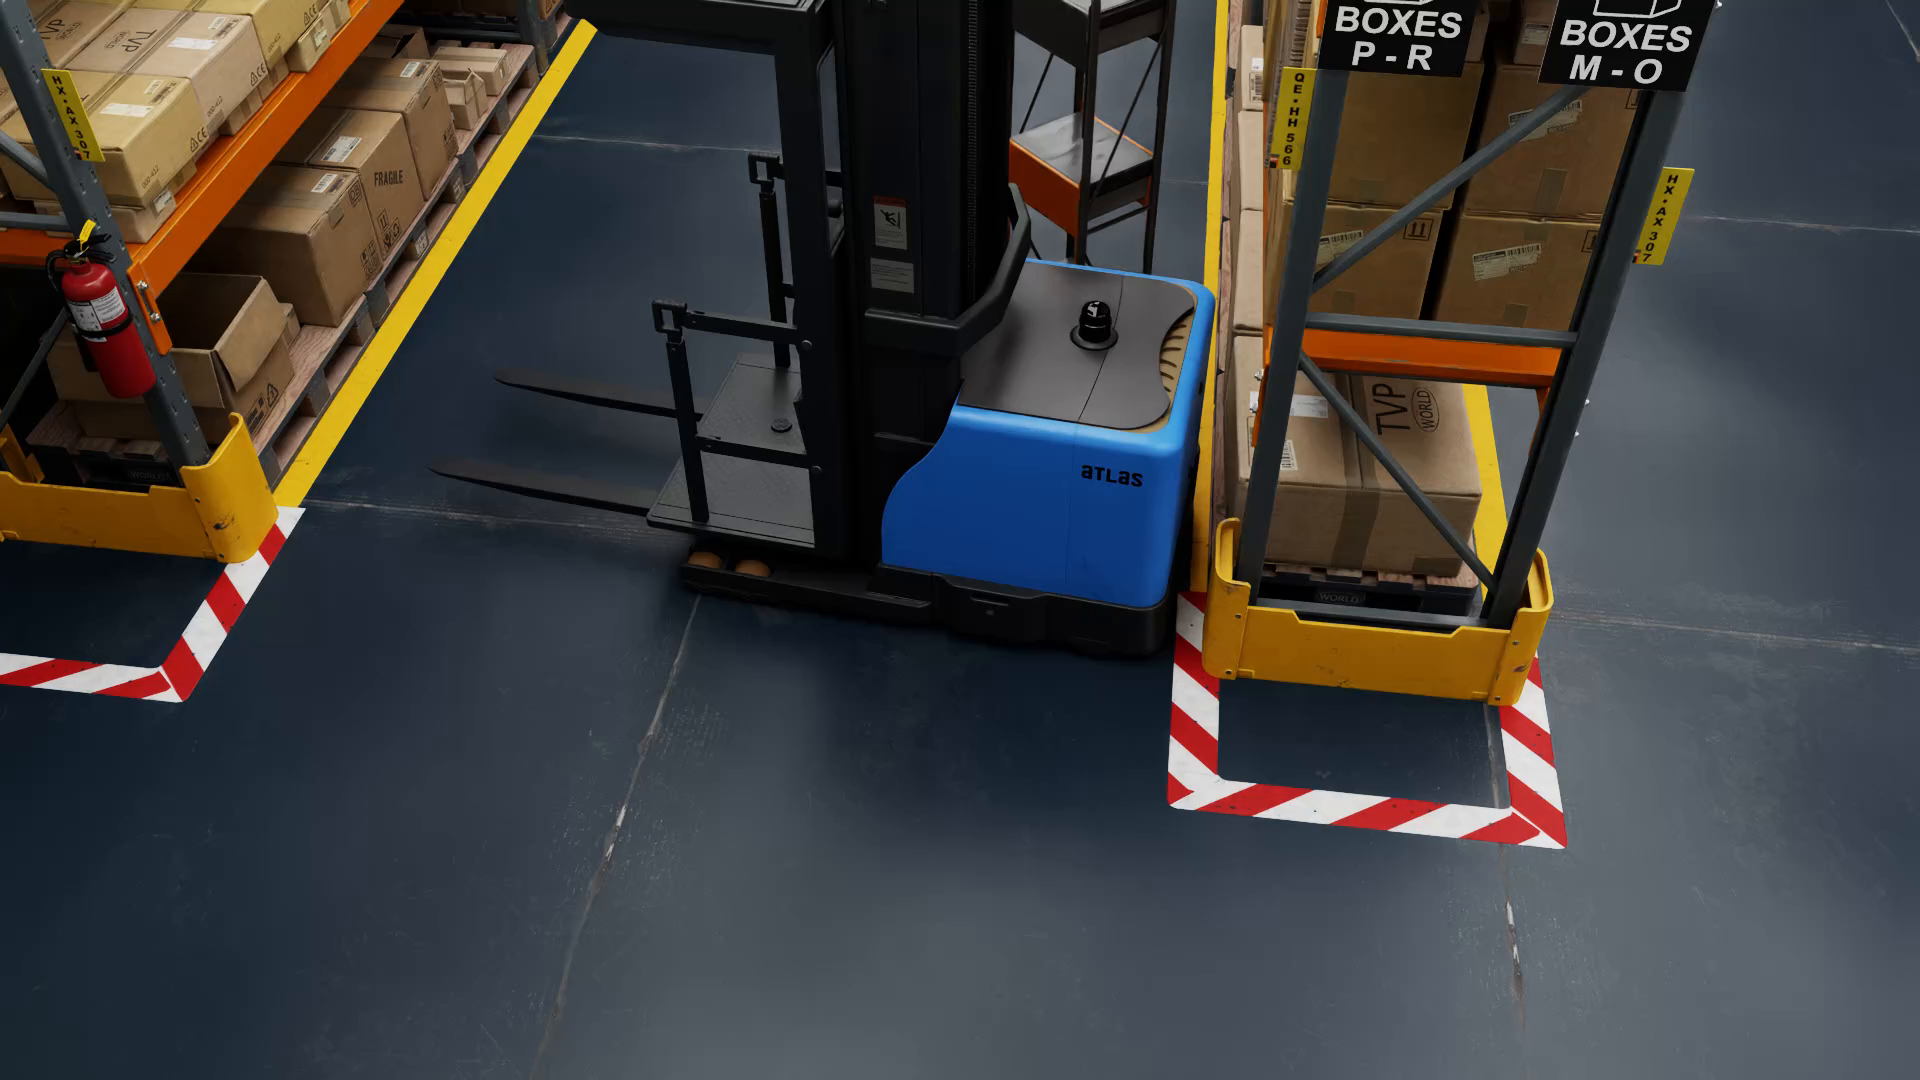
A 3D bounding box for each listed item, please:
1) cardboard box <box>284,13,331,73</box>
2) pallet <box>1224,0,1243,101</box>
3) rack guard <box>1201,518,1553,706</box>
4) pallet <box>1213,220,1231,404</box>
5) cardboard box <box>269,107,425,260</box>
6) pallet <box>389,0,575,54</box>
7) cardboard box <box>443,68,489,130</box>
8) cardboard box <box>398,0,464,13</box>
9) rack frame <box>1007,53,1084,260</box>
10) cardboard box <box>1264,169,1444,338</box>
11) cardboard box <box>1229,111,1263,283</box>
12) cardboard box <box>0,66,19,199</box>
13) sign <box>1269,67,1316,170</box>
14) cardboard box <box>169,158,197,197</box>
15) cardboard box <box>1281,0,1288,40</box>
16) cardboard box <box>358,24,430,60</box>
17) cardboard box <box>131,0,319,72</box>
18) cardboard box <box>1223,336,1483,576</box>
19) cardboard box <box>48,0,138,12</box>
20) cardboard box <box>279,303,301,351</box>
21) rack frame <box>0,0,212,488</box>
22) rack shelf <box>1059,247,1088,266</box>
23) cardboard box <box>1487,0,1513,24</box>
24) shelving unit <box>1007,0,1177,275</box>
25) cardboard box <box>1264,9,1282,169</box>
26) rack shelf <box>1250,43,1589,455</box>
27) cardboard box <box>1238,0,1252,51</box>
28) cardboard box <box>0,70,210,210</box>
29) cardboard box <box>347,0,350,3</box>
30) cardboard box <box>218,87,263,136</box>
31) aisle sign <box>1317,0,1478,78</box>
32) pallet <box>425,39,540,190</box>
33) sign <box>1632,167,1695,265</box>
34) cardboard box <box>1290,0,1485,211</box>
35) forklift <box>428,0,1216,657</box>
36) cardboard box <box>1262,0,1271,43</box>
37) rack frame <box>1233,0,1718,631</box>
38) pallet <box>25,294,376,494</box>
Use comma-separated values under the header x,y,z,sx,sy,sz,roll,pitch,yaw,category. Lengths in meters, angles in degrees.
x,y,z,sx,sy,sz,roll,pitch,yaw,category
-2.878,-2.089,6.958,0.380,0.149,0.250,4,44,4,cardboard box
2.064,-2.906,9.665,1.003,0.211,1.213,5,44,6,pallet
1.504,0.265,6.107,1.175,0.500,0.348,5,44,6,rack guard
1.699,-1.028,7.682,1.003,0.211,1.213,5,44,6,pallet
-2.918,-1.691,7.867,0.500,0.500,0.500,6,44,6,cardboard box
-2.814,-3.379,10.165,1.003,0.211,1.213,5,44,6,pallet
-2.714,-2.344,8.727,0.396,0.266,0.258,7,44,7,cardboard box
-3.113,-3.440,9.714,0.500,0.500,0.500,5,44,5,cardboard box
0.333,-1.528,6.837,0.400,2.100,0.015,-27,50,-26,rack frame
1.309,-1.048,5.603,0.500,0.500,0.500,5,44,6,cardboard box
1.729,-1.579,7.794,0.875,0.438,0.875,4,44,4,cardboard box
-3.615,-1.499,6.044,0.500,0.250,0.500,6,44,7,cardboard box
0.971,-1.225,4.847,0.100,0.325,0.005,5,44,6,sign
-3.110,-1.393,6.223,0.380,0.149,0.250,6,44,7,cardboard box
1.444,-2.105,5.991,0.500,0.500,0.500,5,44,5,cardboard box
-3.206,-2.581,8.945,0.500,0.311,0.500,7,44,7,cardboard box
-2.956,-2.136,6.717,0.500,0.250,0.500,4,44,5,cardboard box
1.496,-0.340,6.486,0.875,0.438,0.875,4,44,4,cardboard box
-3.476,-2.188,6.771,0.500,0.250,0.500,7,44,7,cardboard box
-3.144,-0.920,7.308,0.380,0.149,0.250,4,44,4,cardboard box
-3.413,-1.108,5.739,1.000,3.000,0.127,5,44,6,rack frame
0.478,-0.875,7.185,0.431,0.518,0.480,-27,50,-26,rack shelf
1.793,-1.696,5.088,0.380,0.149,0.250,6,44,7,cardboard box
0.478,-1.393,6.694,0.431,2.100,0.503,-27,50,-26,shelving unit
1.448,-1.741,6.334,0.500,0.500,0.500,6,44,7,cardboard box
1.772,-1.761,6.952,1.077,0.370,4.000,5,44,6,rack shelf
2.039,-3.196,9.184,0.875,0.875,0.875,6,44,7,cardboard box
-3.086,-1.446,5.989,0.500,0.250,0.500,5,44,6,cardboard box
-2.898,-2.453,7.341,0.380,0.149,0.250,5,44,5,cardboard box
-3.016,-1.742,6.591,0.380,0.149,0.250,7,44,7,cardboard box
1.191,-1.582,4.349,0.394,0.787,0.004,5,44,6,aisle sign
-2.976,-2.353,9.082,1.003,0.211,1.213,5,44,6,pallet
2.057,-0.948,4.882,0.100,0.325,0.005,5,44,6,sign
1.335,-1.409,5.256,0.500,0.500,0.500,7,44,7,cardboard box
-0.607,-1.167,5.851,3.031,2.935,1.130,10,44,10,forklift
1.572,-2.445,7.078,0.500,0.500,0.500,5,44,6,cardboard box
1.507,-0.659,5.265,1.000,3.000,0.127,5,44,6,rack frame
-3.299,-0.691,7.326,1.003,0.211,1.213,5,44,6,pallet
